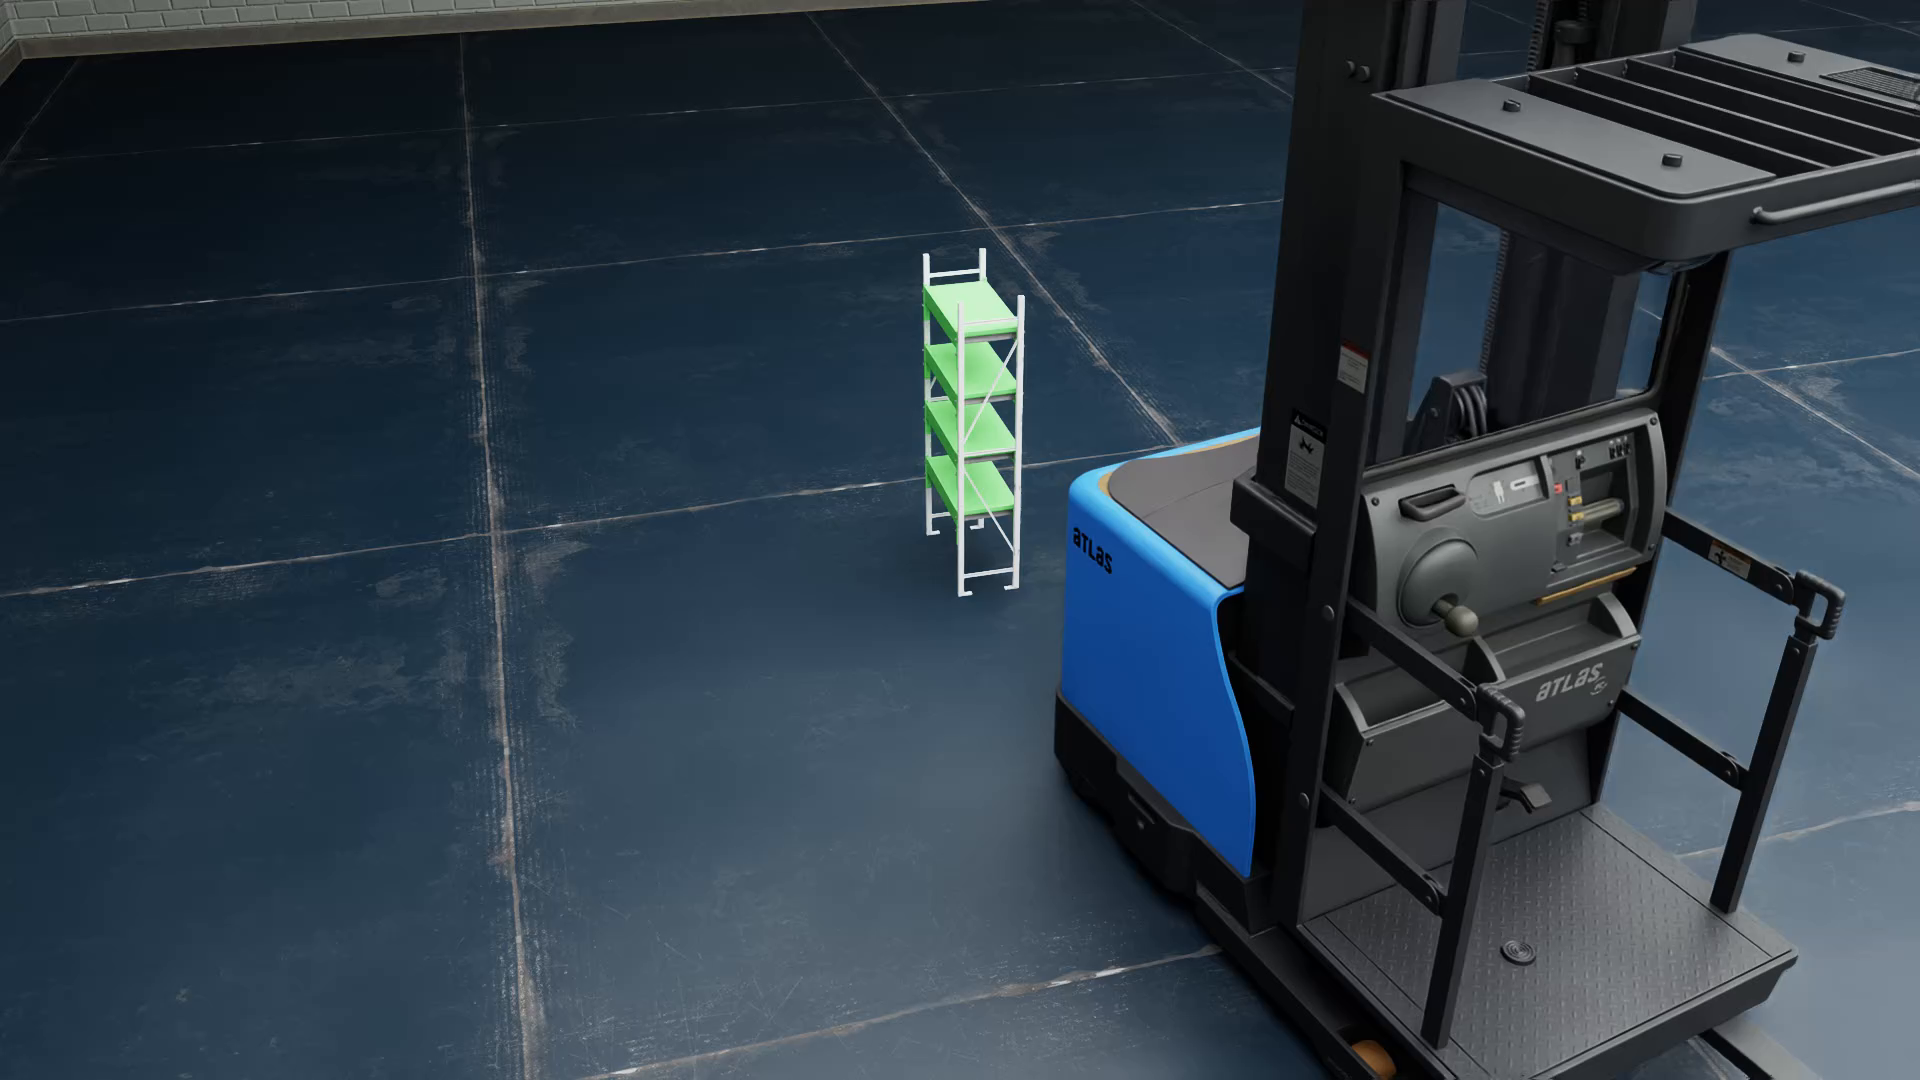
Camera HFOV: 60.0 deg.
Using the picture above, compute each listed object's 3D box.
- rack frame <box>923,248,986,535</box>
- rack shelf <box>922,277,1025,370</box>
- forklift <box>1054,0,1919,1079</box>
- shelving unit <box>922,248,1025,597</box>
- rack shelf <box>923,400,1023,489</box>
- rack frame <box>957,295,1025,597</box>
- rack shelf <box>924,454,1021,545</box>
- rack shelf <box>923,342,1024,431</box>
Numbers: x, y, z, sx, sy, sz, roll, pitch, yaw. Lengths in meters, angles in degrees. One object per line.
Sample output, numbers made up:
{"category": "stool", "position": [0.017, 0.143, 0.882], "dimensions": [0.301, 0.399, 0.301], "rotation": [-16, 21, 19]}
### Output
{"category": "rack frame", "position": [-0.021, -0.557, 6.515], "dimensions": [0.240, 1.200, 0.015], "rotation": [-8, 31, -13]}
{"category": "rack shelf", "position": [0.044, -0.799, 6.103], "dimensions": [0.258, 0.148, 0.480], "rotation": [-8, 31, -13]}
{"category": "forklift", "position": [1.441, 0.005, 3.816], "dimensions": [1.130, 2.935, 3.031], "rotation": [-15, 33, -24]}
{"category": "shelving unit", "position": [0.044, -0.439, 6.311], "dimensions": [0.258, 1.200, 0.503], "rotation": [-8, 31, -13]}
{"category": "rack shelf", "position": [0.044, -0.384, 6.343], "dimensions": [0.258, 0.148, 0.480], "rotation": [-8, 31, -13]}
{"category": "rack frame", "position": [0.109, -0.321, 6.108], "dimensions": [0.240, 1.200, 0.015], "rotation": [-8, 31, -13]}
{"category": "rack shelf", "position": [0.044, -0.176, 6.464], "dimensions": [0.258, 0.148, 0.480], "rotation": [-8, 31, -13]}
{"category": "rack shelf", "position": [0.044, -0.592, 6.223], "dimensions": [0.258, 0.148, 0.480], "rotation": [-8, 31, -13]}
